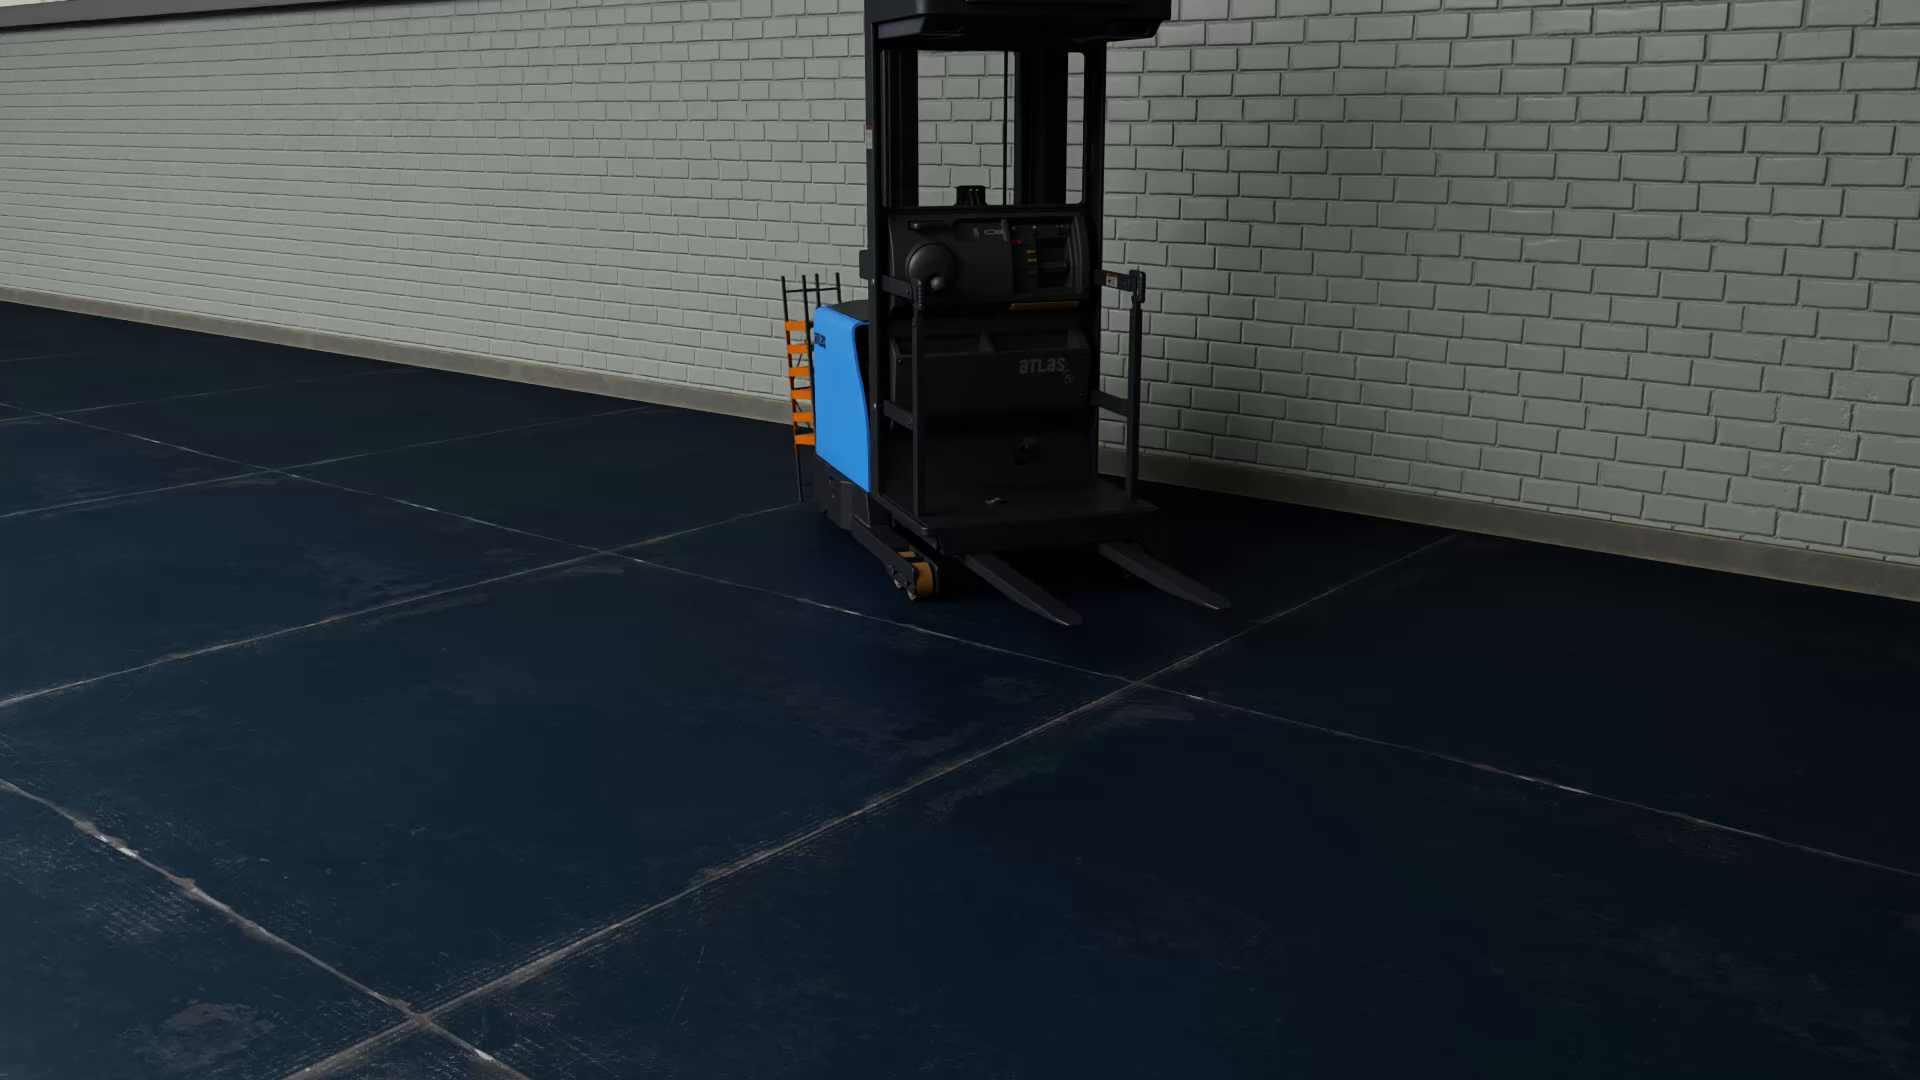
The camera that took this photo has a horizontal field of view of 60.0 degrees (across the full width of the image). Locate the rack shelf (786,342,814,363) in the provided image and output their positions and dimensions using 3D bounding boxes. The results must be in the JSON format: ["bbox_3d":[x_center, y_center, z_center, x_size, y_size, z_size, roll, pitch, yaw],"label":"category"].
[{"bbox_3d":[-0.760,-0.998,8.795,0.258,0.103,0.180,-12,13,-40],"label":"rack shelf"}]

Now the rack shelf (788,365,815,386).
[{"bbox_3d":[-0.752,-0.880,8.816,0.258,0.103,0.180,-12,13,-40],"label":"rack shelf"}]

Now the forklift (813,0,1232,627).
[{"bbox_3d":[0.205,-1.276,7.193,1.130,2.935,3.031,-5,15,-19],"label":"forklift"}]

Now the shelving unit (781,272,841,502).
[{"bbox_3d":[-0.747,-0.805,8.829,0.258,1.200,0.189,-12,13,-40],"label":"shelving unit"}]

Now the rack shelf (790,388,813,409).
[{"bbox_3d":[-0.744,-0.762,8.837,0.258,0.103,0.180,-12,13,-40],"label":"rack shelf"}]

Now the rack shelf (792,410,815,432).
[{"bbox_3d":[-0.736,-0.644,8.857,0.258,0.103,0.180,-12,13,-40],"label":"rack shelf"}]

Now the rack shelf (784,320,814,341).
[{"bbox_3d":[-0.768,-1.116,8.775,0.258,0.103,0.180,-12,13,-40],"label":"rack shelf"}]

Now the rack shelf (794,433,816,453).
[{"bbox_3d":[-0.728,-0.526,8.878,0.258,0.103,0.180,-12,13,-40],"label":"rack shelf"}]

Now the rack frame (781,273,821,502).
[{"bbox_3d":[-0.807,-0.813,8.897,0.240,1.200,0.006,-12,13,-40],"label":"rack frame"}]

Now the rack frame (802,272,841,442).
[{"bbox_3d":[-0.686,-0.798,8.761,0.240,1.200,0.006,-12,13,-40],"label":"rack frame"}]
